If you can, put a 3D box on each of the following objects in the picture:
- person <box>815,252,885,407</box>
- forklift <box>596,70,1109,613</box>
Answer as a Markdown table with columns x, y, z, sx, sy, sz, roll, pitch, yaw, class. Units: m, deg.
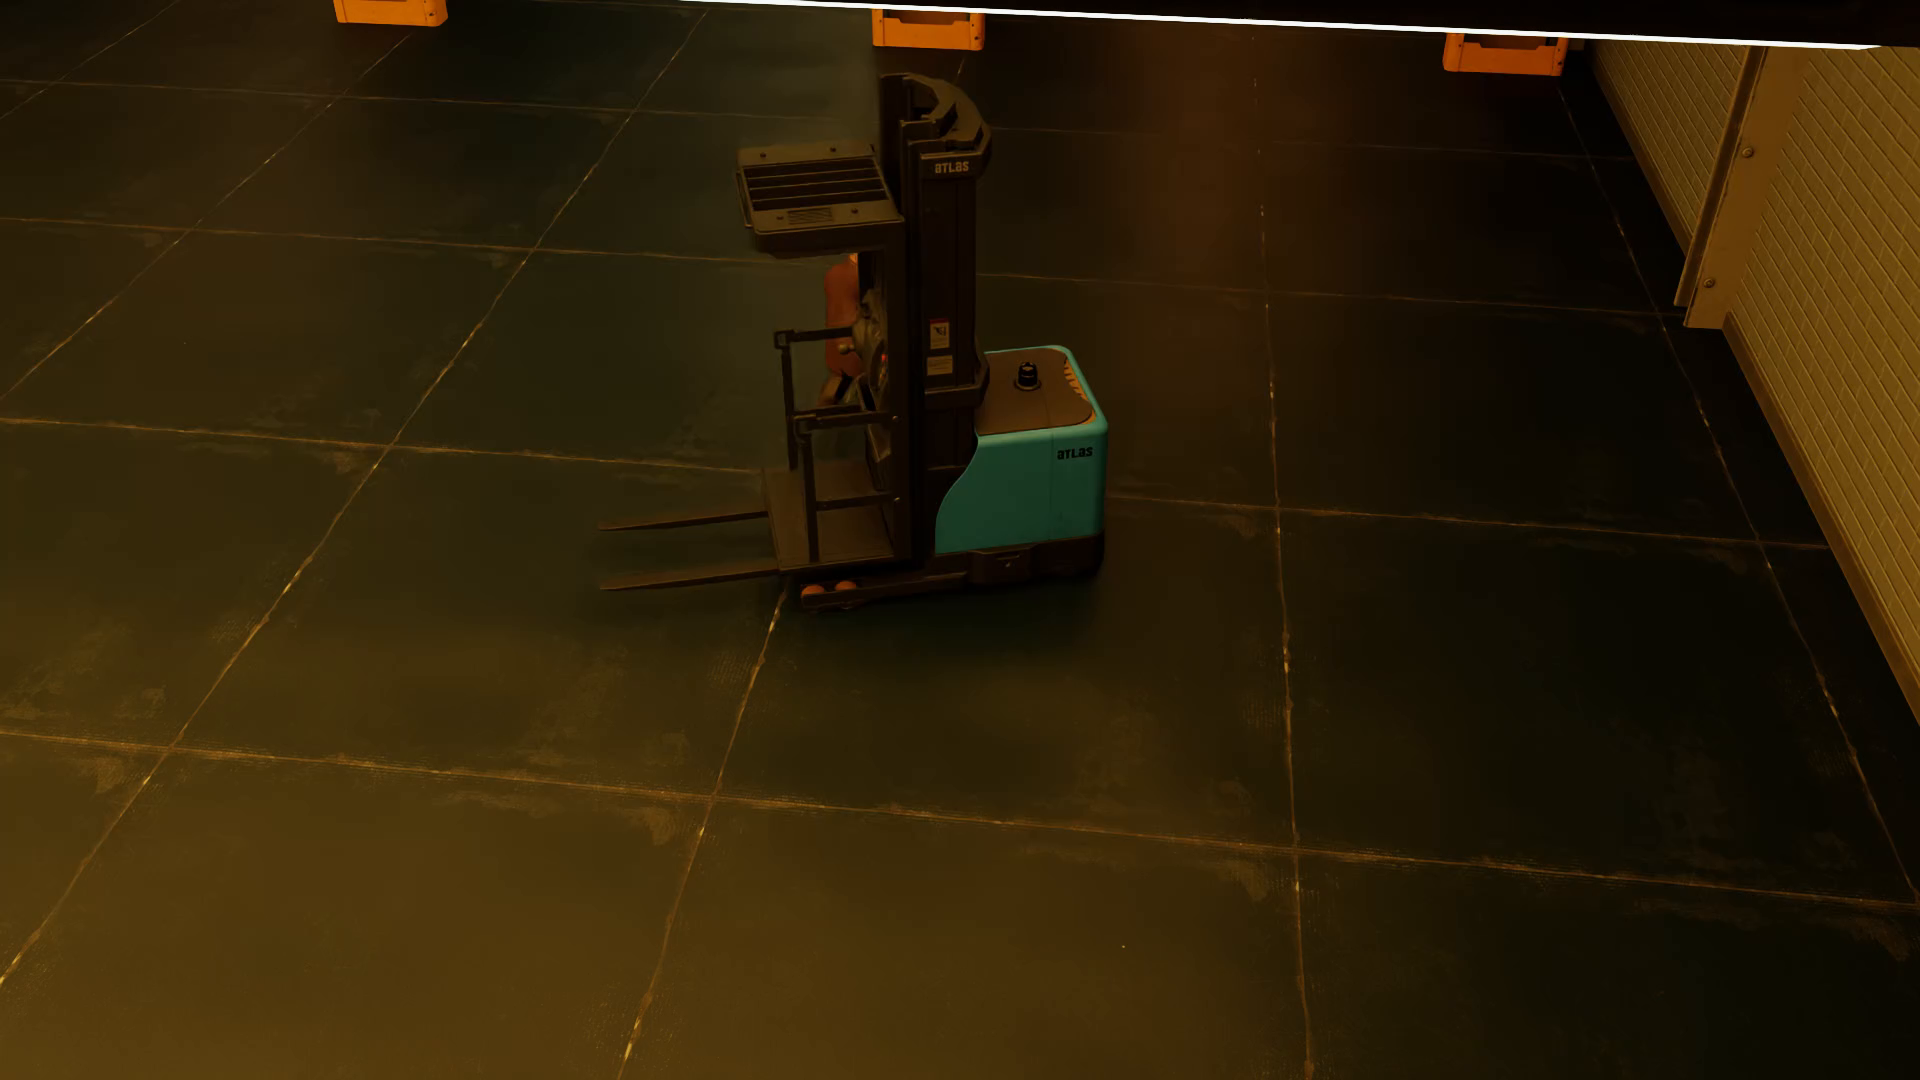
| x | y | z | sx | sy | sz | roll | pitch | yaw | class |
| --- | --- | --- | --- | --- | --- | --- | --- | --- | --- |
| -0.549 | -1.306 | 11.175 | 0.847 | 1.358 | 0.913 | 24 | 43 | 29 | person |
| -0.692 | -1.088 | 9.505 | 3.031 | 2.935 | 1.130 | -7 | 37 | -9 | forklift |
